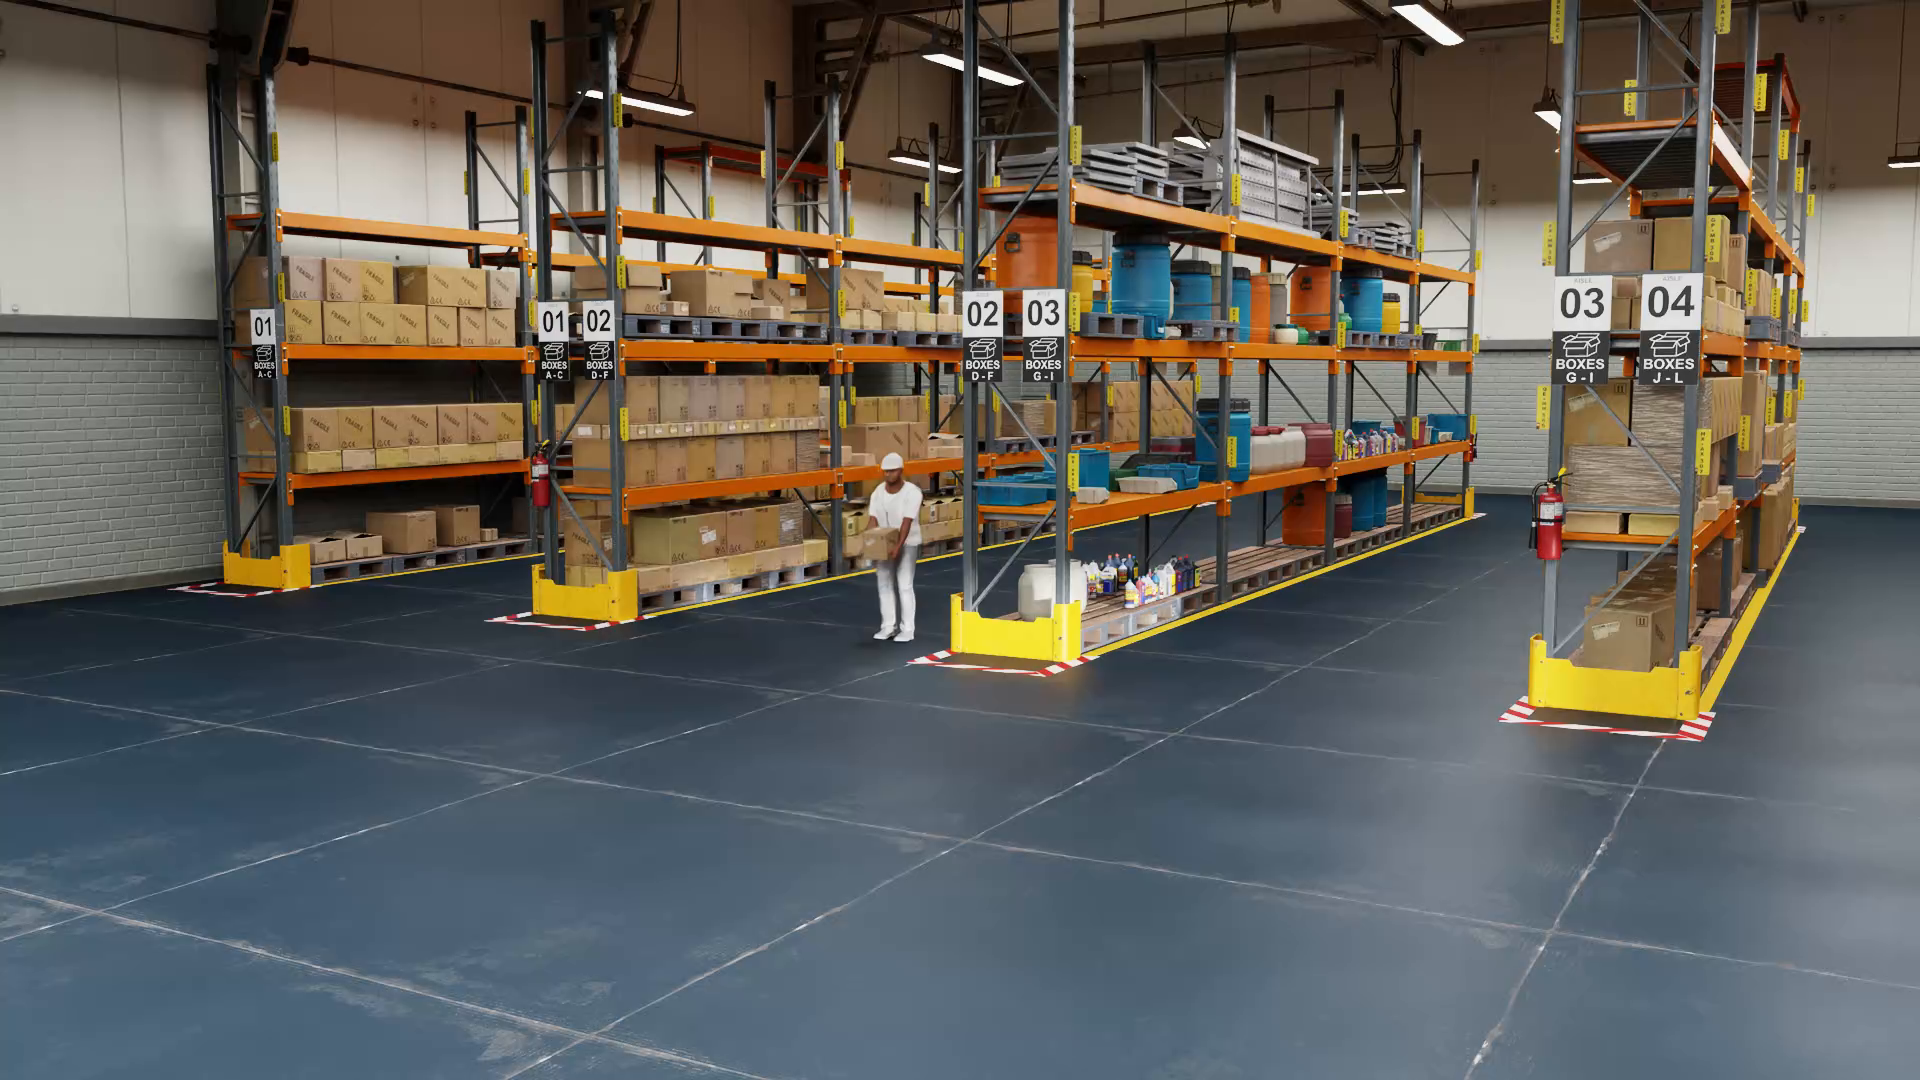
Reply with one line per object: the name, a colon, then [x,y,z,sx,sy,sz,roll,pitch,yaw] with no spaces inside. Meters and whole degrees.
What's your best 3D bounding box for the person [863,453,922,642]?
person: [-0.616,0.069,15.445,0.502,1.747,0.586,3,7,28]
